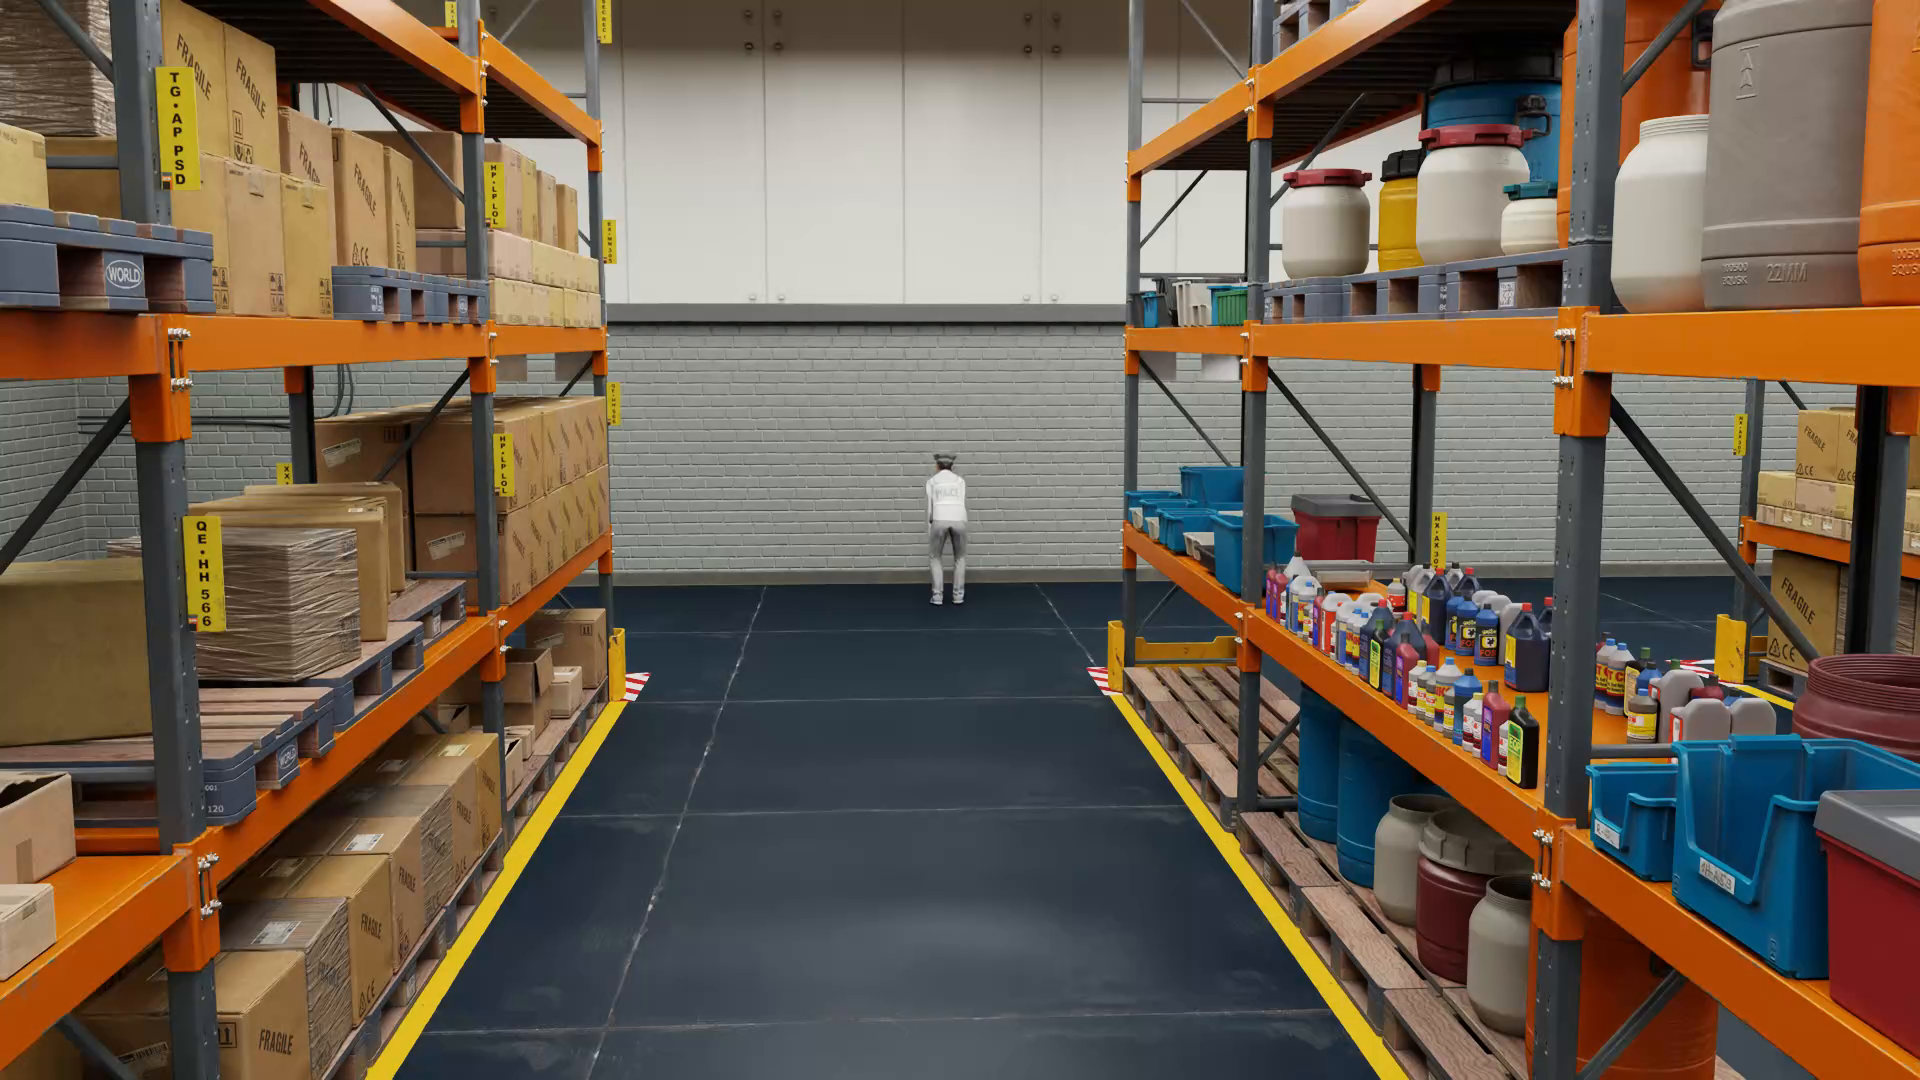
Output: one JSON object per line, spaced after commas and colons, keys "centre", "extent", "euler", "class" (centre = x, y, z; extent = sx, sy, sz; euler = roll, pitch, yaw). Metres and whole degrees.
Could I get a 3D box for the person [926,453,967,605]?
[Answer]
{"centre": [-0.141, -0.117, 17.209], "extent": [0.411, 1.552, 0.648], "euler": [-1, 7, -5], "class": "person"}
